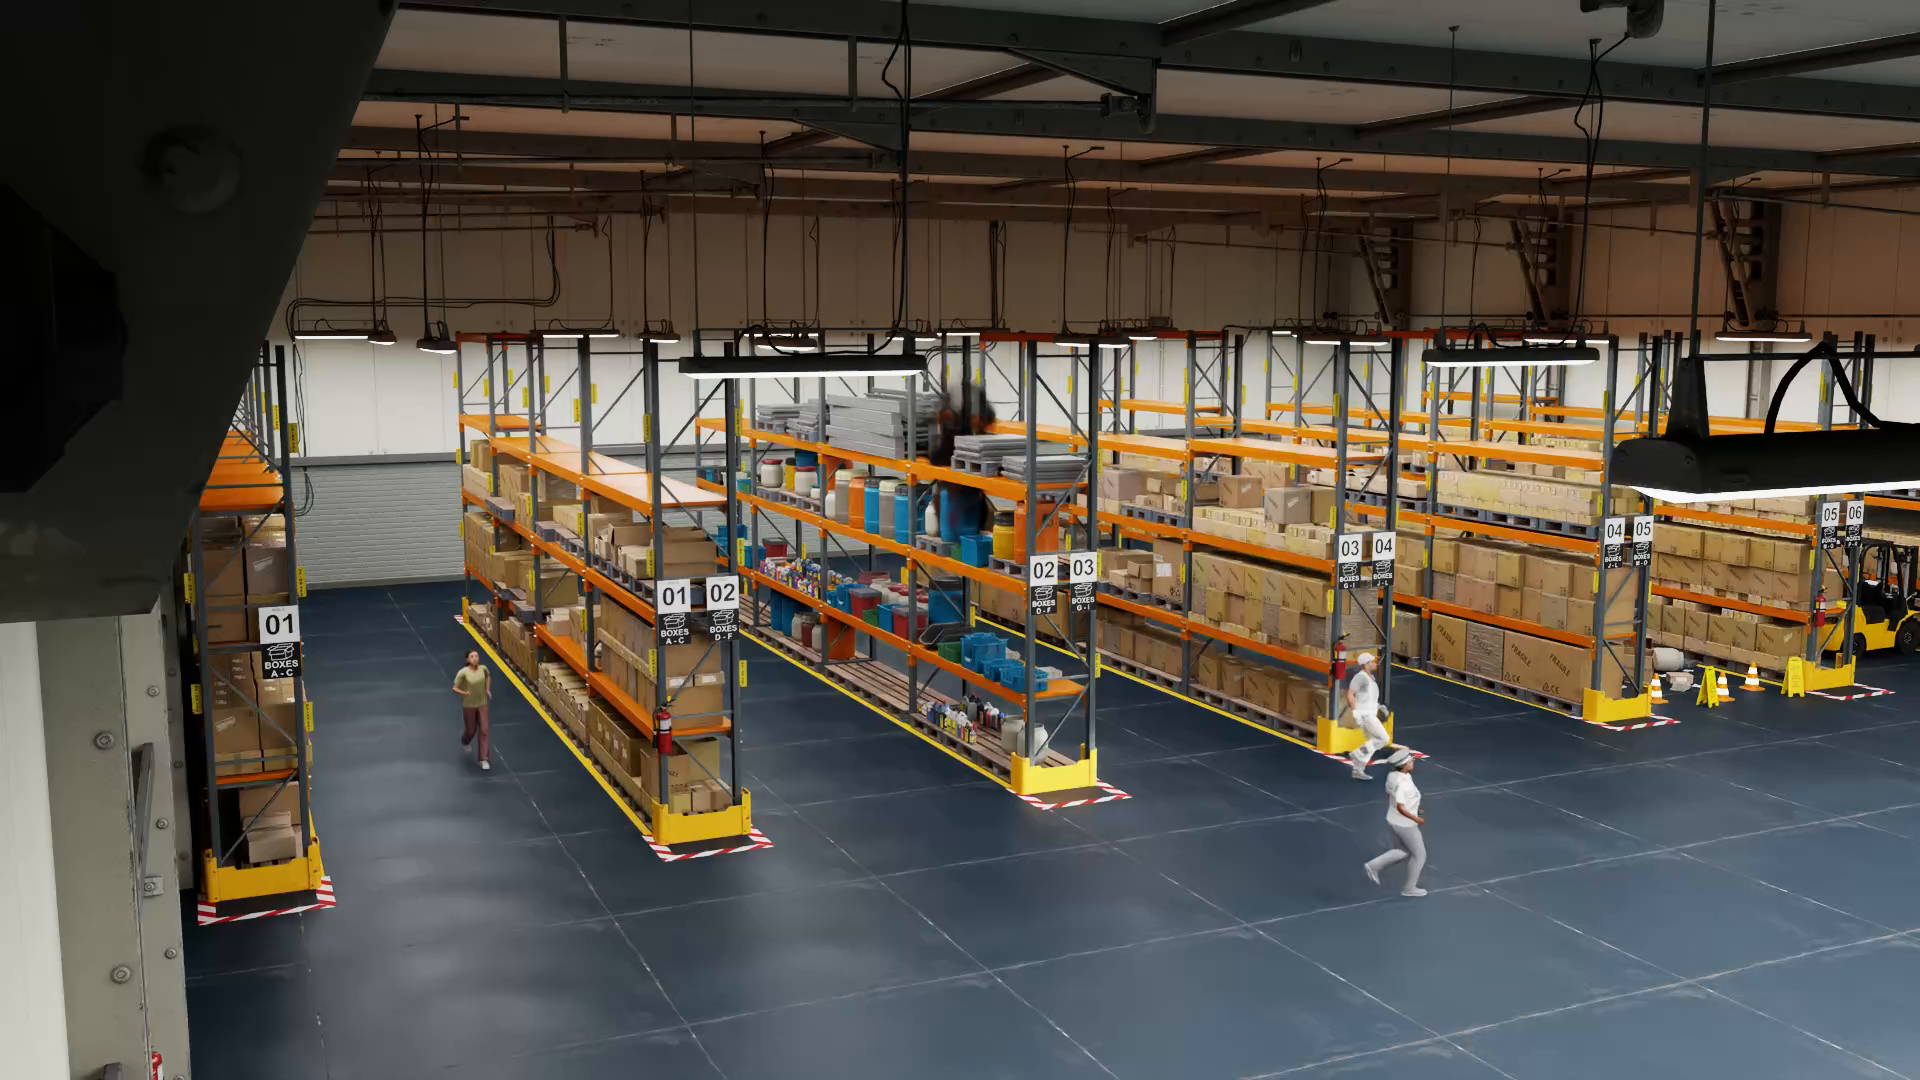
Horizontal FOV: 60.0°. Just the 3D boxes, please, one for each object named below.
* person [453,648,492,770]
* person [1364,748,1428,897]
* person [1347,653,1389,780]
[{"bbox_3d":[-6.847,2.346,23.464,0.578,1.663,0.935,-5,9,-33],"label":"person"},{"bbox_3d":[4.788,3.079,18.117,0.678,1.654,0.579,-1,8,-4],"label":"person"},{"bbox_3d":[5.639,2.412,22.838,0.558,1.711,0.714,3,8,23],"label":"person"}]
